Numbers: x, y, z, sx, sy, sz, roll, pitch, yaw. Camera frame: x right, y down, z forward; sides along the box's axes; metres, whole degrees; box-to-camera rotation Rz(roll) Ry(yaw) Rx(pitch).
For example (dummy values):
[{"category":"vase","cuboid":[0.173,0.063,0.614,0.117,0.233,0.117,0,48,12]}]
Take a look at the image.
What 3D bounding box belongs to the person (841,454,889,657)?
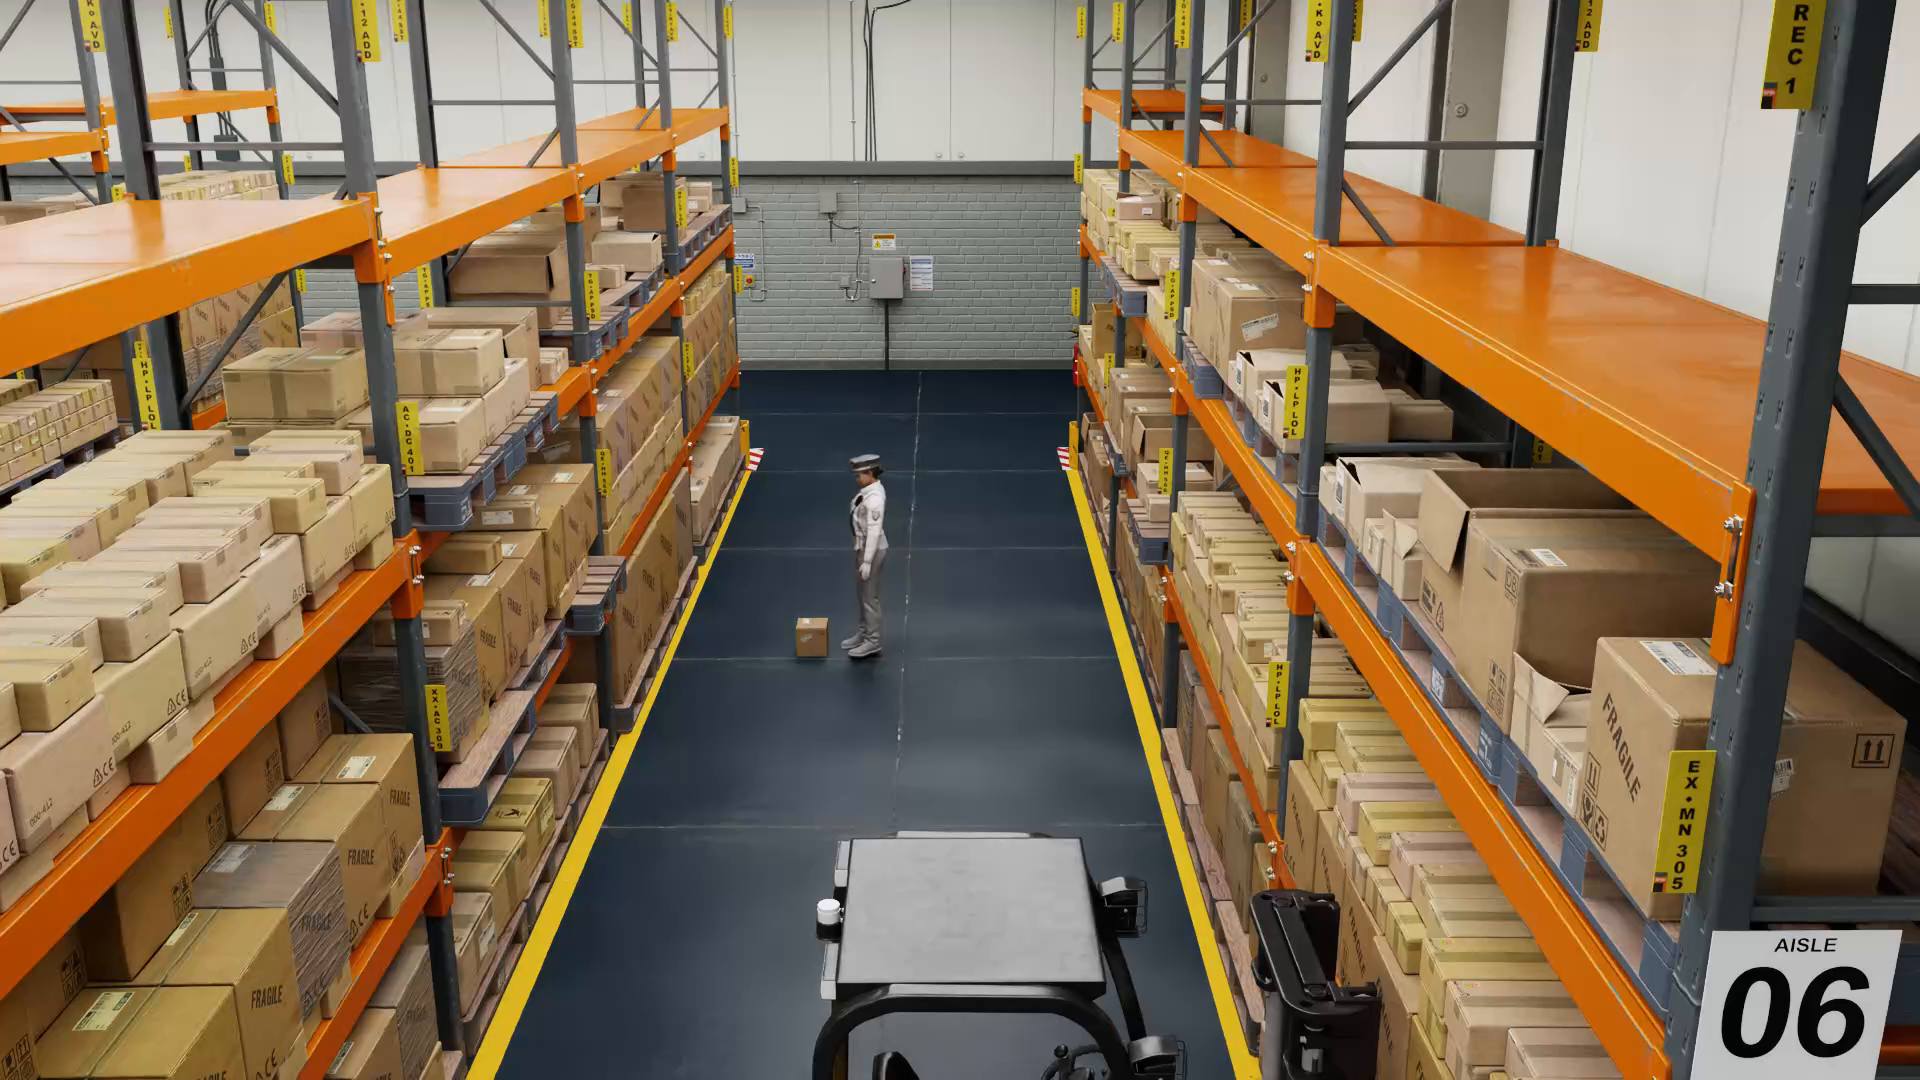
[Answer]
[{"category":"person","cuboid":[-0.783,0.124,13.586,0.402,1.687,0.538,-2,17,-7]}]
